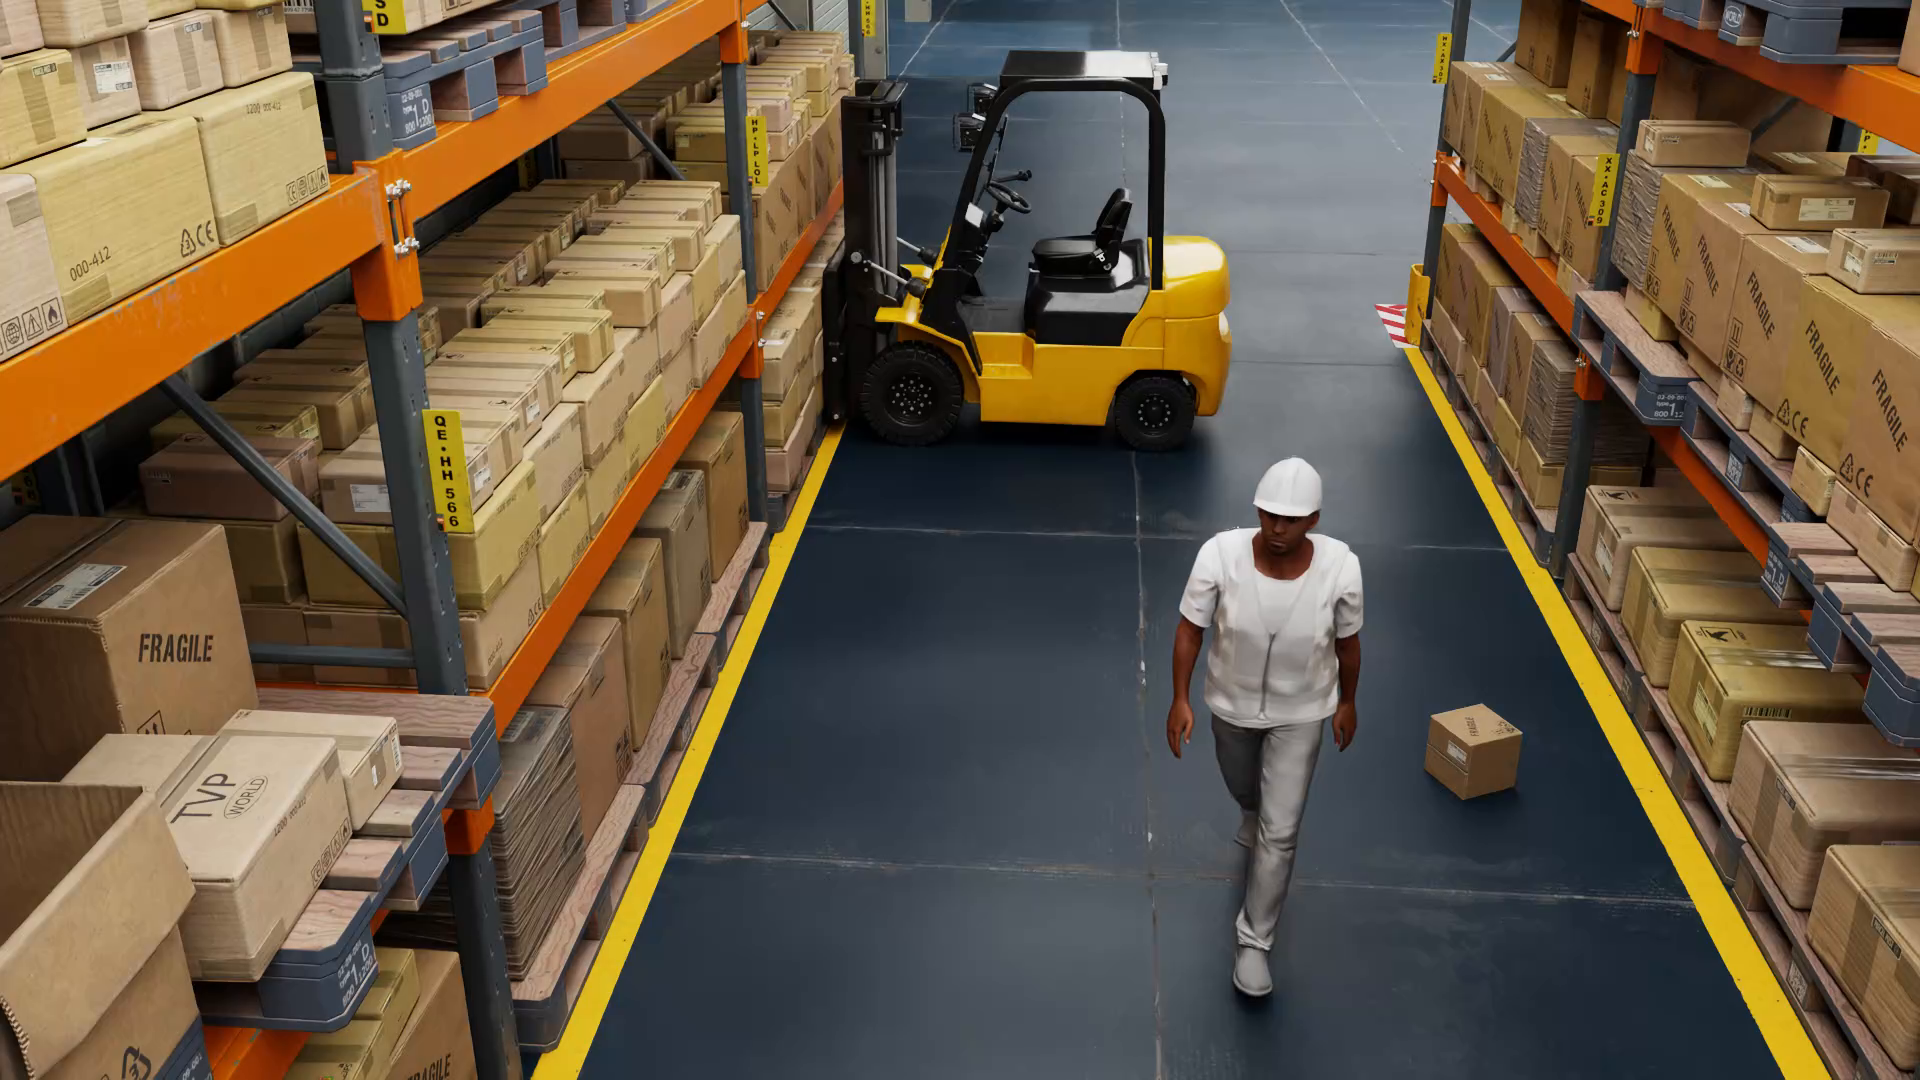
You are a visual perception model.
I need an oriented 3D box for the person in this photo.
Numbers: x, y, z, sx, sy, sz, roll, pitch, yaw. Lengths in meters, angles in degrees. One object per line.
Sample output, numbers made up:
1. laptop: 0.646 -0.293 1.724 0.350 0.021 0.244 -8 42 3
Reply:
1. person: 0.999 0.519 5.455 0.596 1.726 1.042 8 26 17
